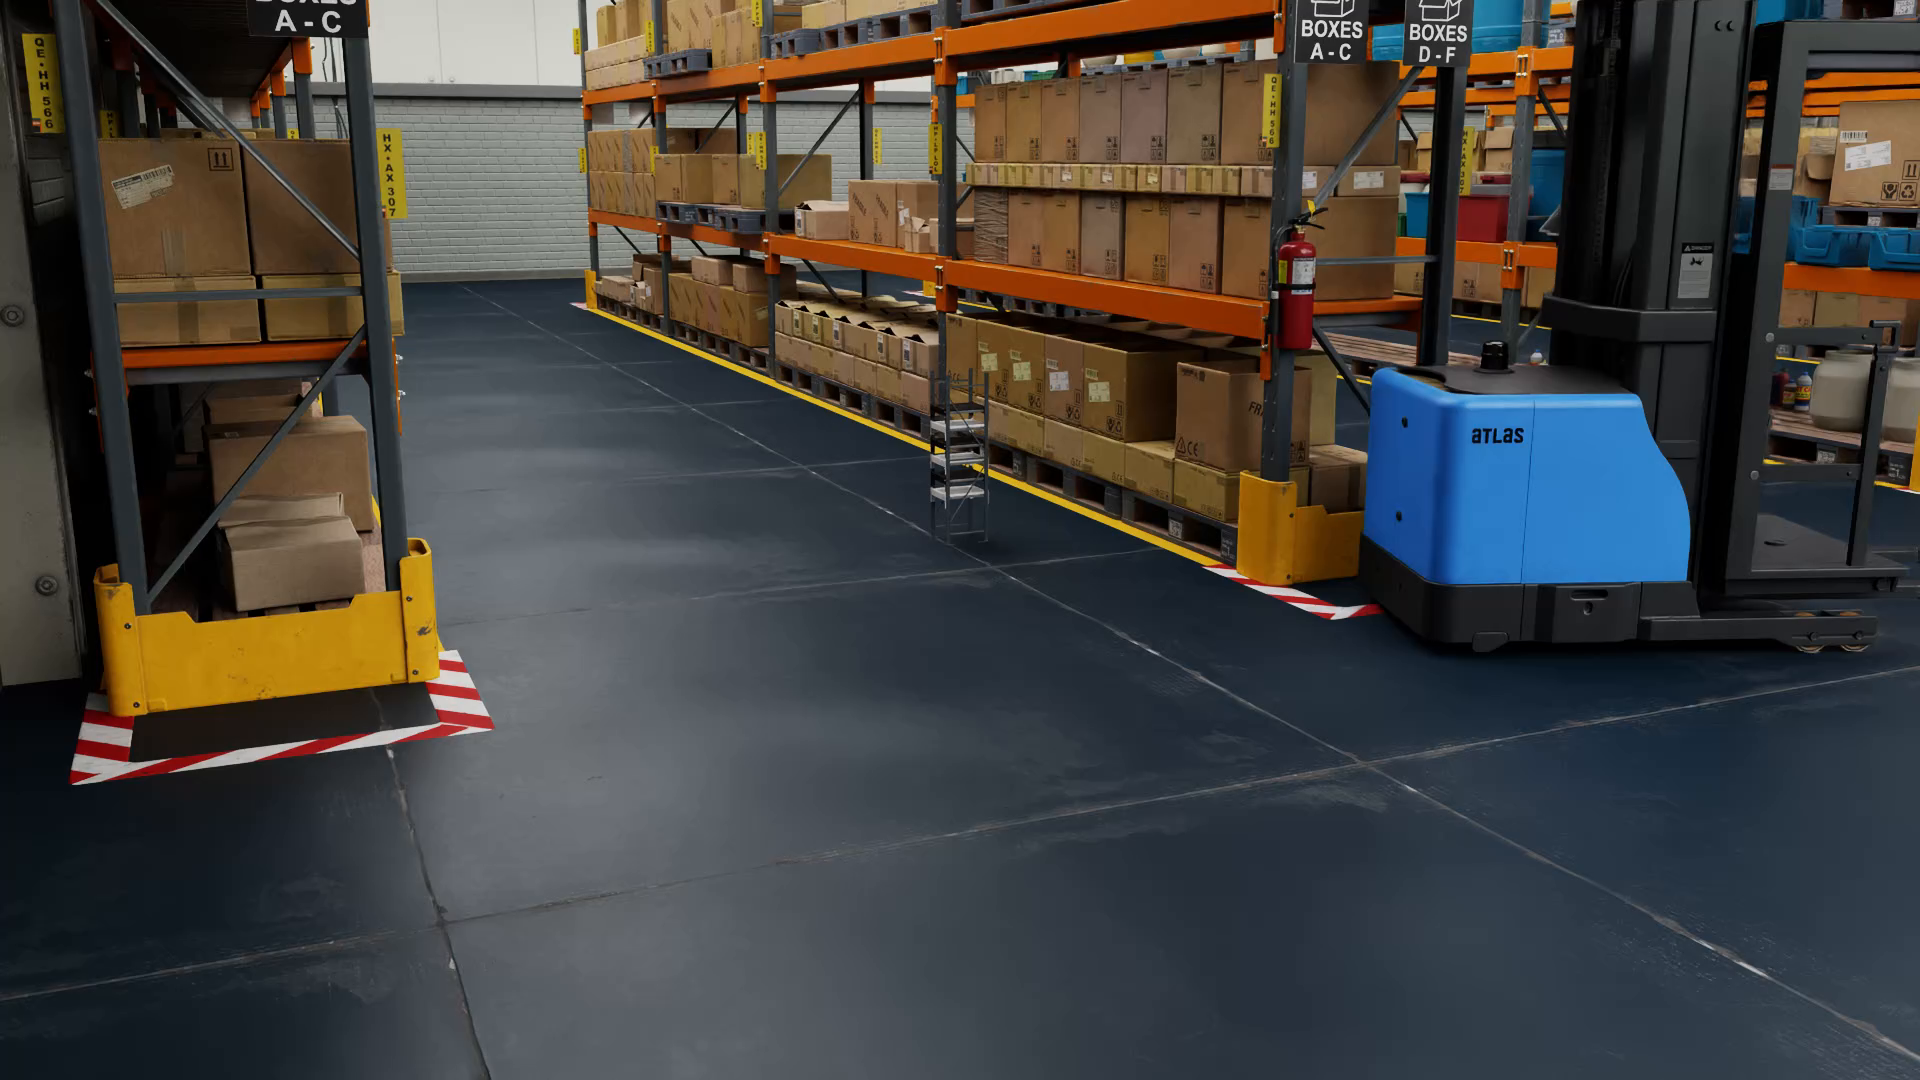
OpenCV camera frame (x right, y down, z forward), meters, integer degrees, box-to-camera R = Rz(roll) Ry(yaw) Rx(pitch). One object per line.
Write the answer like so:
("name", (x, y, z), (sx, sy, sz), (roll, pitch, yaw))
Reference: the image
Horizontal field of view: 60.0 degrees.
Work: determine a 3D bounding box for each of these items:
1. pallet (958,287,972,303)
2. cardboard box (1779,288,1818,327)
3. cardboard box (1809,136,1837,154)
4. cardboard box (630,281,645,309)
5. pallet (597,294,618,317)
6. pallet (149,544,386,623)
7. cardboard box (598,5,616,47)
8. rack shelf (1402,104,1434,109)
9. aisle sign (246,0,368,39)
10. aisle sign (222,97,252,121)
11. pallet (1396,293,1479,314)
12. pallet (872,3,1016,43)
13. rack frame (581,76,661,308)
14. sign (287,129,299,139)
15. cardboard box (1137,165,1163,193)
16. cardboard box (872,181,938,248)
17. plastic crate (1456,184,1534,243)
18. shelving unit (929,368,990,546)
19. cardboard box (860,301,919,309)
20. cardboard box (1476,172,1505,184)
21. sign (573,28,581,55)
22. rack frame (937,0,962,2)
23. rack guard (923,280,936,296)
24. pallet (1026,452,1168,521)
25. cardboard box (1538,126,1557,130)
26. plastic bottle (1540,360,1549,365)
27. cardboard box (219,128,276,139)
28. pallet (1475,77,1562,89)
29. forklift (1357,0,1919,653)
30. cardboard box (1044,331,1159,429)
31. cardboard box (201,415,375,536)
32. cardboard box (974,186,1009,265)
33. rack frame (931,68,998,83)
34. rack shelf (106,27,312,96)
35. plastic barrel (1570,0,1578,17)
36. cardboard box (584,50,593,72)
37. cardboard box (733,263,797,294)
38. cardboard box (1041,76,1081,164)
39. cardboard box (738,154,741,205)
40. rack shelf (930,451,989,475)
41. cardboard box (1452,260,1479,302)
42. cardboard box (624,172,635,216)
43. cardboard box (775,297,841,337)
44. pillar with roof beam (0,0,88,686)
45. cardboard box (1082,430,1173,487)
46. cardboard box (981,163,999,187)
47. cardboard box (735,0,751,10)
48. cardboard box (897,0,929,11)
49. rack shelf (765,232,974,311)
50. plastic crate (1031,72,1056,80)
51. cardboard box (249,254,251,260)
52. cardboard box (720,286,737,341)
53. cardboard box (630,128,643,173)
("pallet", (0.360, -3.551, 23.744), (1.003, 0.211, 1.213), (-6, 14, -23))
("cardboard box", (8.785, -2.393, 17.123), (0.700, 0.500, 0.500), (-7, 15, -28))
("cardboard box", (14.435, -6.418, 27.507), (0.500, 0.500, 0.500), (-5, 14, -22))
("cardboard box", (-3.662, -2.962, 20.002), (0.500, 0.311, 0.500), (-6, 14, -23))
("pallet", (-4.125, -3.098, 21.787), (1.003, 0.211, 1.213), (-6, 14, -23))
("pallet", (-2.927, 0.289, 7.153), (1.003, 0.211, 1.213), (-6, 14, -23))
("cardboard box", (-4.132, -6.418, 20.858), (0.700, 0.500, 0.500), (-6, 14, -23))
("rack shelf", (5.404, -6.228, 24.072), (1.077, 0.370, 4.000), (-6, 14, -23))
("aisle sign", (-2.300, -2.162, 5.792), (0.394, 0.787, 0.004), (-6, 14, -23))
("aisle sign", (-8.767, -5.497, 20.203), (0.394, 0.787, 0.004), (-6, 14, -23))
("pallet", (6.583, -3.193, 22.198), (1.003, 0.211, 1.213), (-6, 14, -23))
("pallet", (-0.034, -3.707, 12.005), (0.805, 0.209, 1.217), (-6, 14, -25))
("rack frame", (-4.475, -4.637, 22.251), (1.000, 3.000, 0.127), (-6, 14, -23))
("sign", (-5.315, -3.112, 13.272), (0.100, 0.325, 0.005), (-6, 14, -23))
("cardboard box", (1.193, -1.971, 9.072), (0.380, 0.149, 0.250), (-5, 14, -21))
("cardboard box", (-0.373, -2.579, 13.137), (0.500, 0.500, 0.500), (-6, 14, -23))
("plastic crate", (4.397, -2.708, 13.775), (0.402, 0.464, 0.583), (-6, 14, -23))
("shelving unit", (-0.003, -0.440, 8.776), (0.258, 0.900, 0.210), (-6, 14, -23))
("cardboard box", (-0.621, -1.929, 14.477), (0.500, 0.311, 0.500), (-6, 14, -24))
("cardboard box", (6.775, -4.322, 20.669), (0.500, 0.500, 0.500), (-5, 14, -22))
("sign", (-4.972, -6.475, 21.603), (0.100, 0.325, 0.005), (-6, 14, -23))
("rack frame", (0.332, -5.080, 10.863), (1.000, 3.000, 0.127), (-6, 14, -23))
("rack guard", (0.043, -3.869, 24.479), (1.175, 0.500, 0.348), (-6, 14, -23))
("pallet", (1.104, -0.379, 10.037), (1.003, 0.211, 1.213), (-6, 14, -23))
("cardboard box", (9.521, -6.309, 26.377), (0.500, 0.500, 0.500), (-6, 14, -24))
("plastic bottle", (4.638, -1.329, 13.189), (0.097, 0.201, 0.097), (0, 13, 0))
("cardboard box", (-5.765, -3.227, 13.573), (0.500, 0.250, 0.500), (-5, 14, -22))
("pallet", (7.050, -5.606, 20.207), (1.003, 0.211, 1.213), (-5, 14, -20))
("forklift", (3.374, -1.079, 7.034), (3.031, 2.935, 1.130), (-1, 13, -4))
("cardboard box", (0.833, -0.954, 9.843), (0.500, 0.500, 0.500), (-6, 14, -23))
("cardboard box", (-3.275, -0.304, 8.100), (0.700, 0.500, 0.500), (-7, 15, -27))
("cardboard box", (0.515, -2.115, 11.134), (0.700, 0.500, 0.500), (-6, 14, -24))
("rack frame", (0.065, -8.006, 23.505), (1.000, 3.000, 0.127), (-6, 14, -23))
("rack shelf", (-5.007, -3.233, 11.131), (1.077, 0.370, 4.000), (-6, 14, -23))
("plastic barrel", (4.864, -4.218, 12.610), (0.421, 0.512, 0.421), (0, 13, 0))
("cardboard box", (-4.508, -6.139, 21.313), (0.500, 0.250, 0.500), (-6, 14, -23))
("cardboard box", (-1.887, -2.529, 16.050), (0.500, 0.250, 0.500), (-5, 14, -21))
("cardboard box", (0.919, -2.539, 10.090), (0.700, 0.500, 0.500), (-6, 14, -23))
("cardboard box", (-1.818, -3.563, 16.460), (0.700, 0.500, 0.500), (-3, 13, -12))
("rack shelf", (-0.003, -0.408, 8.783), (0.258, 0.077, 0.200), (-6, 14, -23))
("cardboard box", (6.839, -3.559, 21.375), (1.225, 0.875, 0.875), (-6, 14, -25))
("cardboard box", (-3.724, -4.151, 19.933), (0.500, 0.500, 0.500), (-5, 14, -22))
("cardboard box", (-1.330, -1.987, 14.727), (0.500, 0.311, 0.500), (-5, 14, -21))
("pillar with roof beam", (0.268, -4.261, 7.323), (9.100, 9.000, 0.400), (-6, 14, -23))
("cardboard box", (1.035, -0.486, 9.482), (0.500, 0.250, 0.500), (-6, 14, -23))
("cardboard box", (0.362, -2.397, 10.916), (0.380, 0.149, 0.250), (-5, 14, -22))
("cardboard box", (-1.848, -5.283, 15.950), (0.500, 0.500, 0.500), (-6, 14, -23))
("cardboard box", (-0.129, -3.992, 12.214), (0.500, 0.250, 0.500), (-7, 15, -28))
("rack shelf", (-0.470, -2.220, 13.406), (1.077, 0.370, 4.000), (-6, 14, -23))
("plastic crate", (1.220, -5.675, 20.556), (0.450, 0.188, 0.662), (-6, 14, -23))
("cardboard box", (-2.928, -1.161, 7.521), (0.500, 0.250, 0.500), (-6, 14, -24))
("cardboard box", (-2.067, -2.259, 16.548), (0.500, 0.500, 0.500), (-6, 14, -25))
("cardboard box", (-3.521, -4.533, 19.363), (0.500, 0.500, 0.500), (-6, 14, -24))
